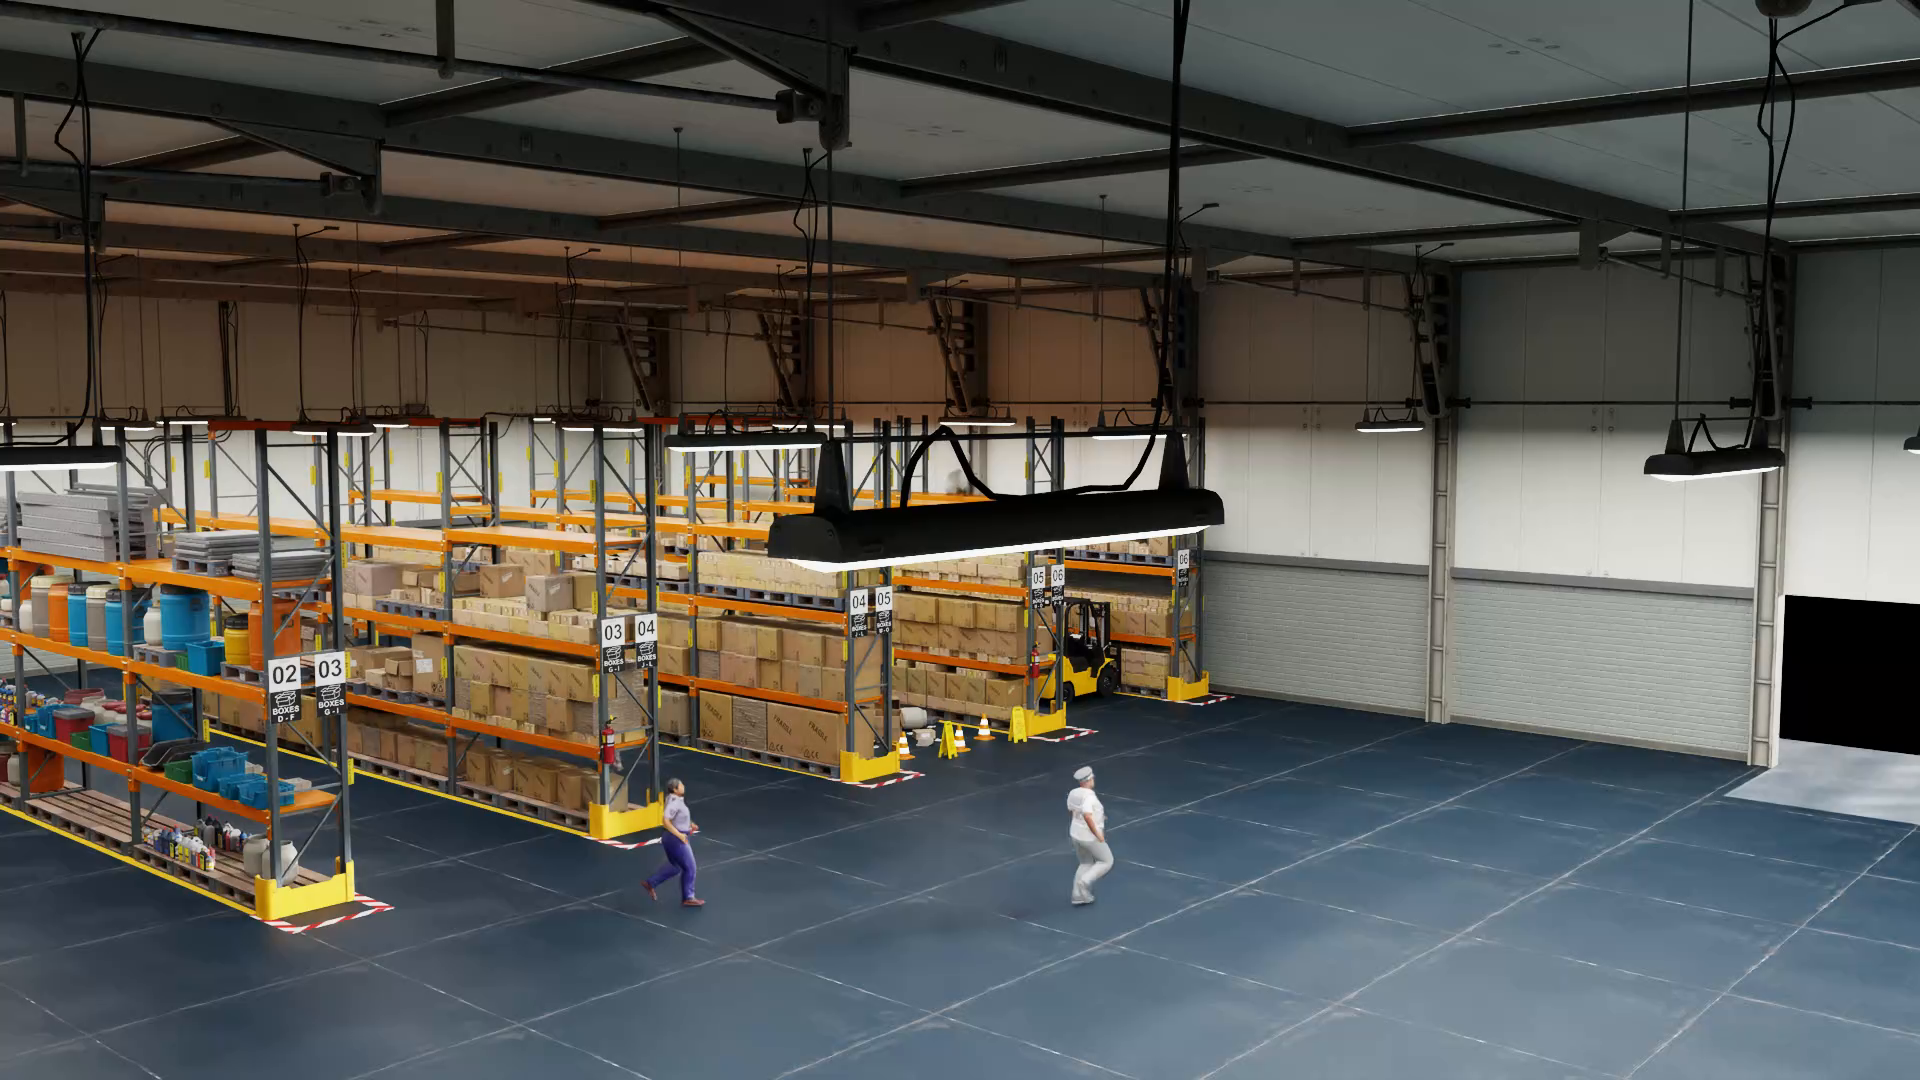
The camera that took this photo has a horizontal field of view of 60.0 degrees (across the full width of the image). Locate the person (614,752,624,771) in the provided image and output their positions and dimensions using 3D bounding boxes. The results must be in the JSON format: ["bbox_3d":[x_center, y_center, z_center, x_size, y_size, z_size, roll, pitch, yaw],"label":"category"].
[{"bbox_3d":[-6.019,3.138,28.780,0.736,1.630,0.533,3,6,33],"label":"person"}]

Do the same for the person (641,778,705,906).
[{"bbox_3d":[-3.588,3.785,20.833,0.761,1.634,0.629,-1,5,-16],"label":"person"}]

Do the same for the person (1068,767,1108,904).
[{"bbox_3d":[1.654,3.711,20.972,0.592,1.732,0.652,-3,6,-32],"label":"person"}]
